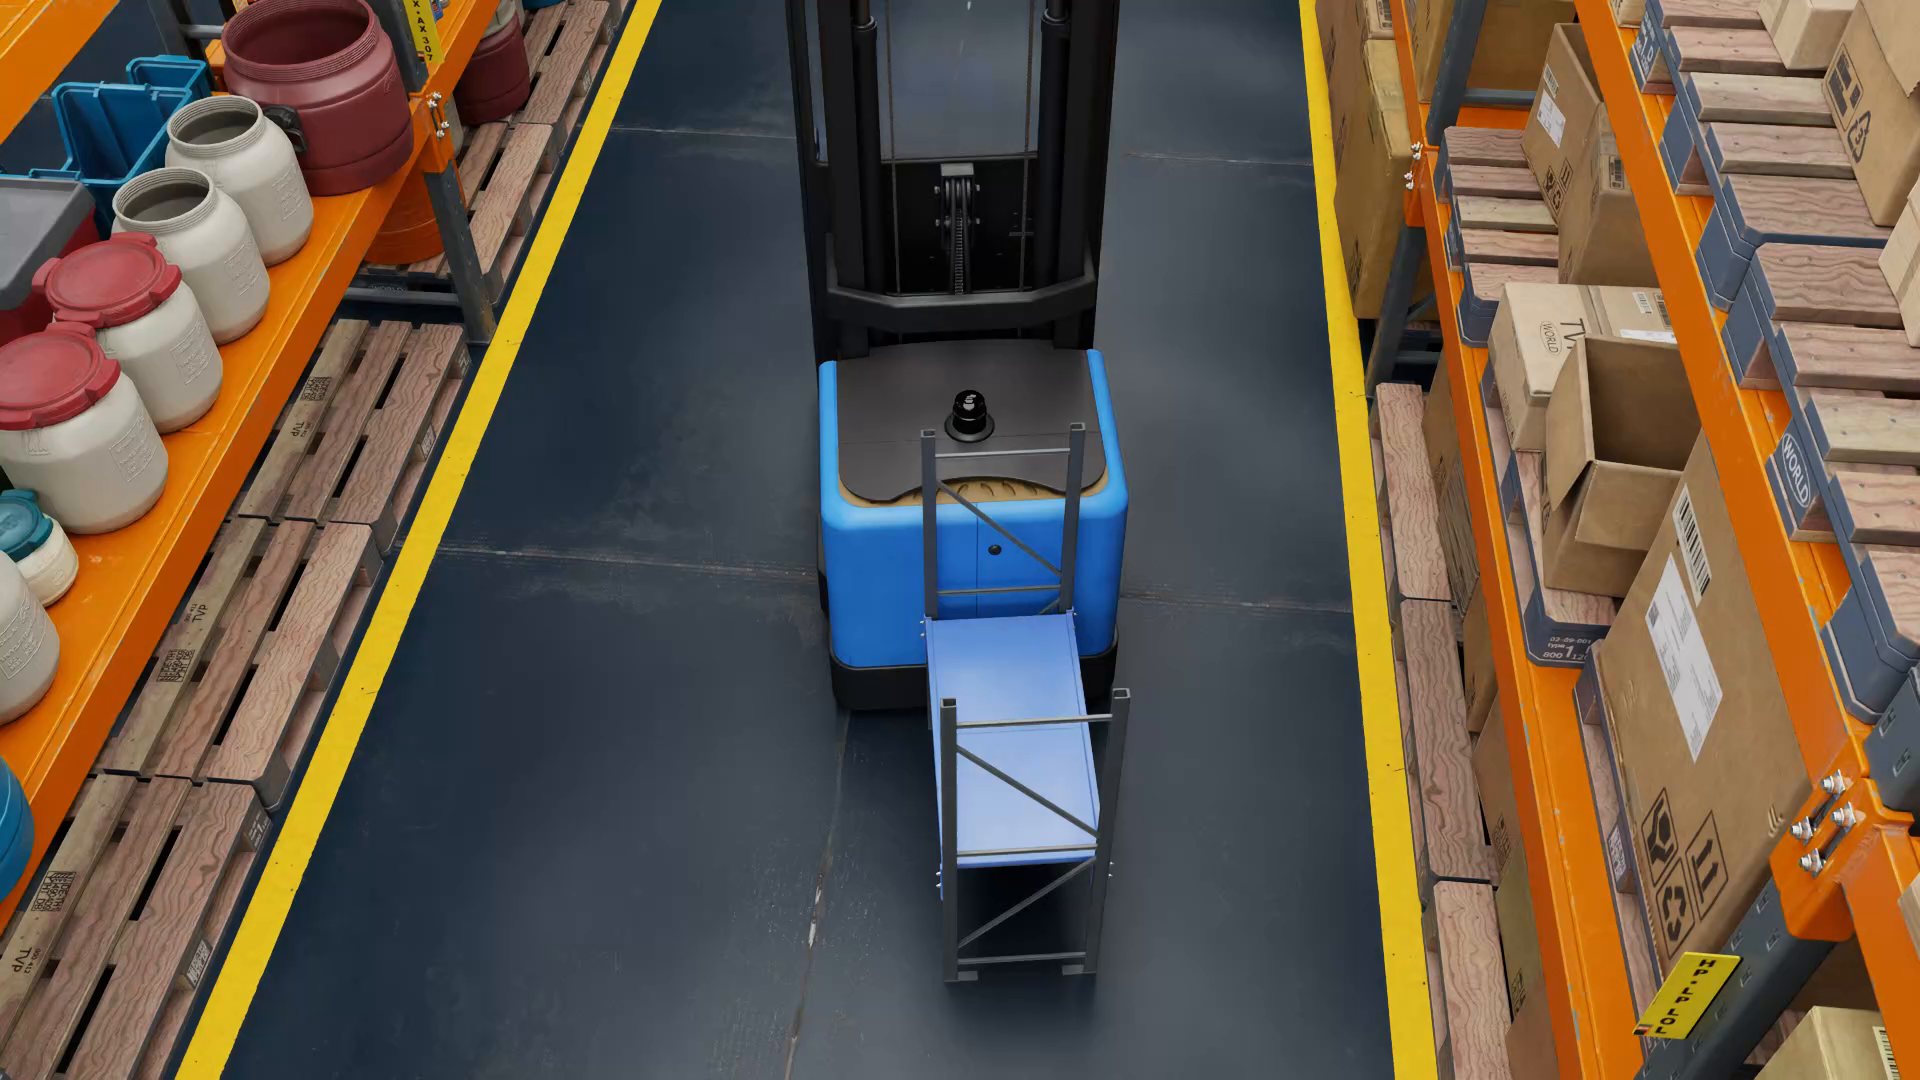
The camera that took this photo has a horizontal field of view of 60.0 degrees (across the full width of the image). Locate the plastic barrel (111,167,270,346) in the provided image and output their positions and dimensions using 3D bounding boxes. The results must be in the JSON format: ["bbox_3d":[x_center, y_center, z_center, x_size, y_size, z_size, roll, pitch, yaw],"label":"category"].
[{"bbox_3d":[-2.557,-0.935,5.523,0.421,0.512,0.421,0,48,0],"label":"plastic barrel"}]

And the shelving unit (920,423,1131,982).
[{"bbox_3d":[0.164,0.546,5.260,0.538,1.500,1.048,-3,48,-3],"label":"shelving unit"}]

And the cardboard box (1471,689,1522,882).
[{"bbox_3d":[2.121,0.780,5.425,0.700,0.500,0.500,0,48,0],"label":"cardboard box"}]

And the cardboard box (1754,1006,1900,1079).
[{"bbox_3d":[1.636,1.137,2.756,0.500,0.500,0.500,4,48,4],"label":"cardboard box"}]

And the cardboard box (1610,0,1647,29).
[{"bbox_3d":[1.914,-1.522,4.204,0.500,0.250,0.500,5,48,4],"label":"cardboard box"}]

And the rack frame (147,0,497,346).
[{"bbox_3d":[-2.637,-1.977,6.552,1.000,3.000,0.127,4,48,4],"label":"rack frame"}]

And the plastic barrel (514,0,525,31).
[{"bbox_3d":[-2.544,-2.891,8.789,0.421,0.512,0.421,0,48,0],"label":"plastic barrel"}]

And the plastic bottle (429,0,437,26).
[{"bbox_3d":[-2.276,-2.232,6.868,0.152,0.276,0.135,4,48,4],"label":"plastic bottle"}]

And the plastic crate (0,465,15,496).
[{"bbox_3d":[-3.124,-0.265,5.129,0.450,0.188,0.662,4,48,4],"label":"plastic crate"}]

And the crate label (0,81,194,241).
[{"bbox_3d":[-2.997,-1.277,5.888,0.502,0.435,0.616,4,48,4],"label":"crate label"}]

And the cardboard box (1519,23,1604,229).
[{"bbox_3d":[2.286,-1.420,5.690,0.500,0.500,0.500,-1,48,-1],"label":"cardboard box"}]

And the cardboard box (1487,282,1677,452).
[{"bbox_3d":[1.913,-0.519,5.035,0.500,0.250,0.500,3,48,2],"label":"cardboard box"}]

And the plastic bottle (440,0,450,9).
[{"bbox_3d":[-2.229,-2.361,7.038,0.097,0.201,0.097,0,48,0],"label":"plastic bottle"}]

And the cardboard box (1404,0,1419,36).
[{"bbox_3d":[2.145,-2.423,6.892,0.500,0.500,0.500,3,48,3],"label":"cardboard box"}]

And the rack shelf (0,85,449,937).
[{"bbox_3d":[-2.819,-0.265,5.473,1.077,0.370,4.000,4,48,4],"label":"rack shelf"}]

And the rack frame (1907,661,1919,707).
[{"bbox_3d":[1.931,-0.730,1.345,1.000,3.000,0.127,4,48,4],"label":"rack frame"}]

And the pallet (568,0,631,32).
[{"bbox_3d":[-2.384,-3.411,9.753,1.003,0.211,1.213,4,48,4],"label":"pallet"}]

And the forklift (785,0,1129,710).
[{"bbox_3d":[-0.041,-1.451,6.117,1.130,2.935,3.031,-3,48,-3],"label":"forklift"}]

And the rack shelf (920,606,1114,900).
[{"bbox_3d":[0.164,0.667,5.393,0.538,0.185,1.000,-3,48,-3],"label":"rack shelf"}]

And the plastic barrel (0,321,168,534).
[{"bbox_3d":[-2.629,-0.311,4.936,0.433,0.535,0.433,0,48,0],"label":"plastic barrel"}]

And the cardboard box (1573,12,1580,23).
[{"bbox_3d":[2.610,-2.017,6.520,0.500,0.500,0.500,5,48,5],"label":"cardboard box"}]

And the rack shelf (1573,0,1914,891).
[{"bbox_3d":[2.113,-0.944,4.061,1.077,0.370,4.000,4,48,4],"label":"rack shelf"}]

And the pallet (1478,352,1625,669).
[{"bbox_3d":[2.156,-0.122,4.985,1.003,0.211,1.213,4,48,4],"label":"pallet"}]

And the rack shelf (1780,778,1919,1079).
[{"bbox_3d":[1.748,1.995,1.373,1.077,0.370,4.000,4,48,4],"label":"rack shelf"}]

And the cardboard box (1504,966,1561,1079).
[{"bbox_3d":[2.008,1.541,4.730,0.700,0.500,0.500,1,48,1],"label":"cardboard box"}]

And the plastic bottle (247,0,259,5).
[{"bbox_3d":[-2.996,-2.320,7.000,0.097,0.201,0.097,0,48,0],"label":"plastic bottle"}]

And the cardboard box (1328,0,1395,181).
[{"bbox_3d":[2.468,-2.229,7.937,1.225,0.875,0.875,4,48,4],"label":"cardboard box"}]

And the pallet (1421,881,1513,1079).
[{"bbox_3d":[2.000,1.664,5.111,1.003,0.211,1.213,4,48,4],"label":"pallet"}]

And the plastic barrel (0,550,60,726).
[{"bbox_3d":[-2.696,0.228,4.443,0.433,0.535,0.433,0,48,0],"label":"plastic barrel"}]

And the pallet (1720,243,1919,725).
[{"bbox_3d":[2.093,-0.100,2.929,1.213,0.211,1.003,4,48,4],"label":"pallet"}]

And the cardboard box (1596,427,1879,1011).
[{"bbox_3d":[2.142,0.376,3.708,1.000,1.000,1.000,4,48,4],"label":"cardboard box"}]

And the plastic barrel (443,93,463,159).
[{"bbox_3d":[-2.647,-2.061,8.030,0.421,0.512,0.421,0,48,0],"label":"plastic barrel"}]

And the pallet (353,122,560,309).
[{"bbox_3d":[-2.607,-1.618,8.113,1.003,0.211,1.213,4,48,4],"label":"pallet"}]

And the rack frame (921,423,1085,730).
[{"bbox_3d":[0.131,0.172,5.603,0.500,1.500,0.032,-3,48,-3],"label":"rack frame"}]

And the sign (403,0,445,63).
[{"bbox_3d":[-2.089,-2.001,6.462,0.100,0.325,0.005,4,48,4],"label":"sign"}]

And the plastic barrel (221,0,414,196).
[{"bbox_3d":[-2.378,-1.662,6.171,0.600,0.536,0.708,4,48,4],"label":"plastic barrel"}]

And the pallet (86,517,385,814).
[{"bbox_3d":[-2.860,0.424,6.245,1.003,0.211,1.213,4,48,4],"label":"pallet"}]

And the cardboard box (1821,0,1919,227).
[{"bbox_3d":[2.157,-0.925,3.202,0.797,0.503,0.637,6,48,5],"label":"cardboard box"}]

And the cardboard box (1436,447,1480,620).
[{"bbox_3d":[2.216,-0.047,6.182,0.700,0.500,0.500,0,48,0],"label":"cardboard box"}]

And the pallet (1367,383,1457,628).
[{"bbox_3d":[2.223,-0.129,6.751,1.003,0.211,1.213,4,48,4],"label":"pallet"}]
